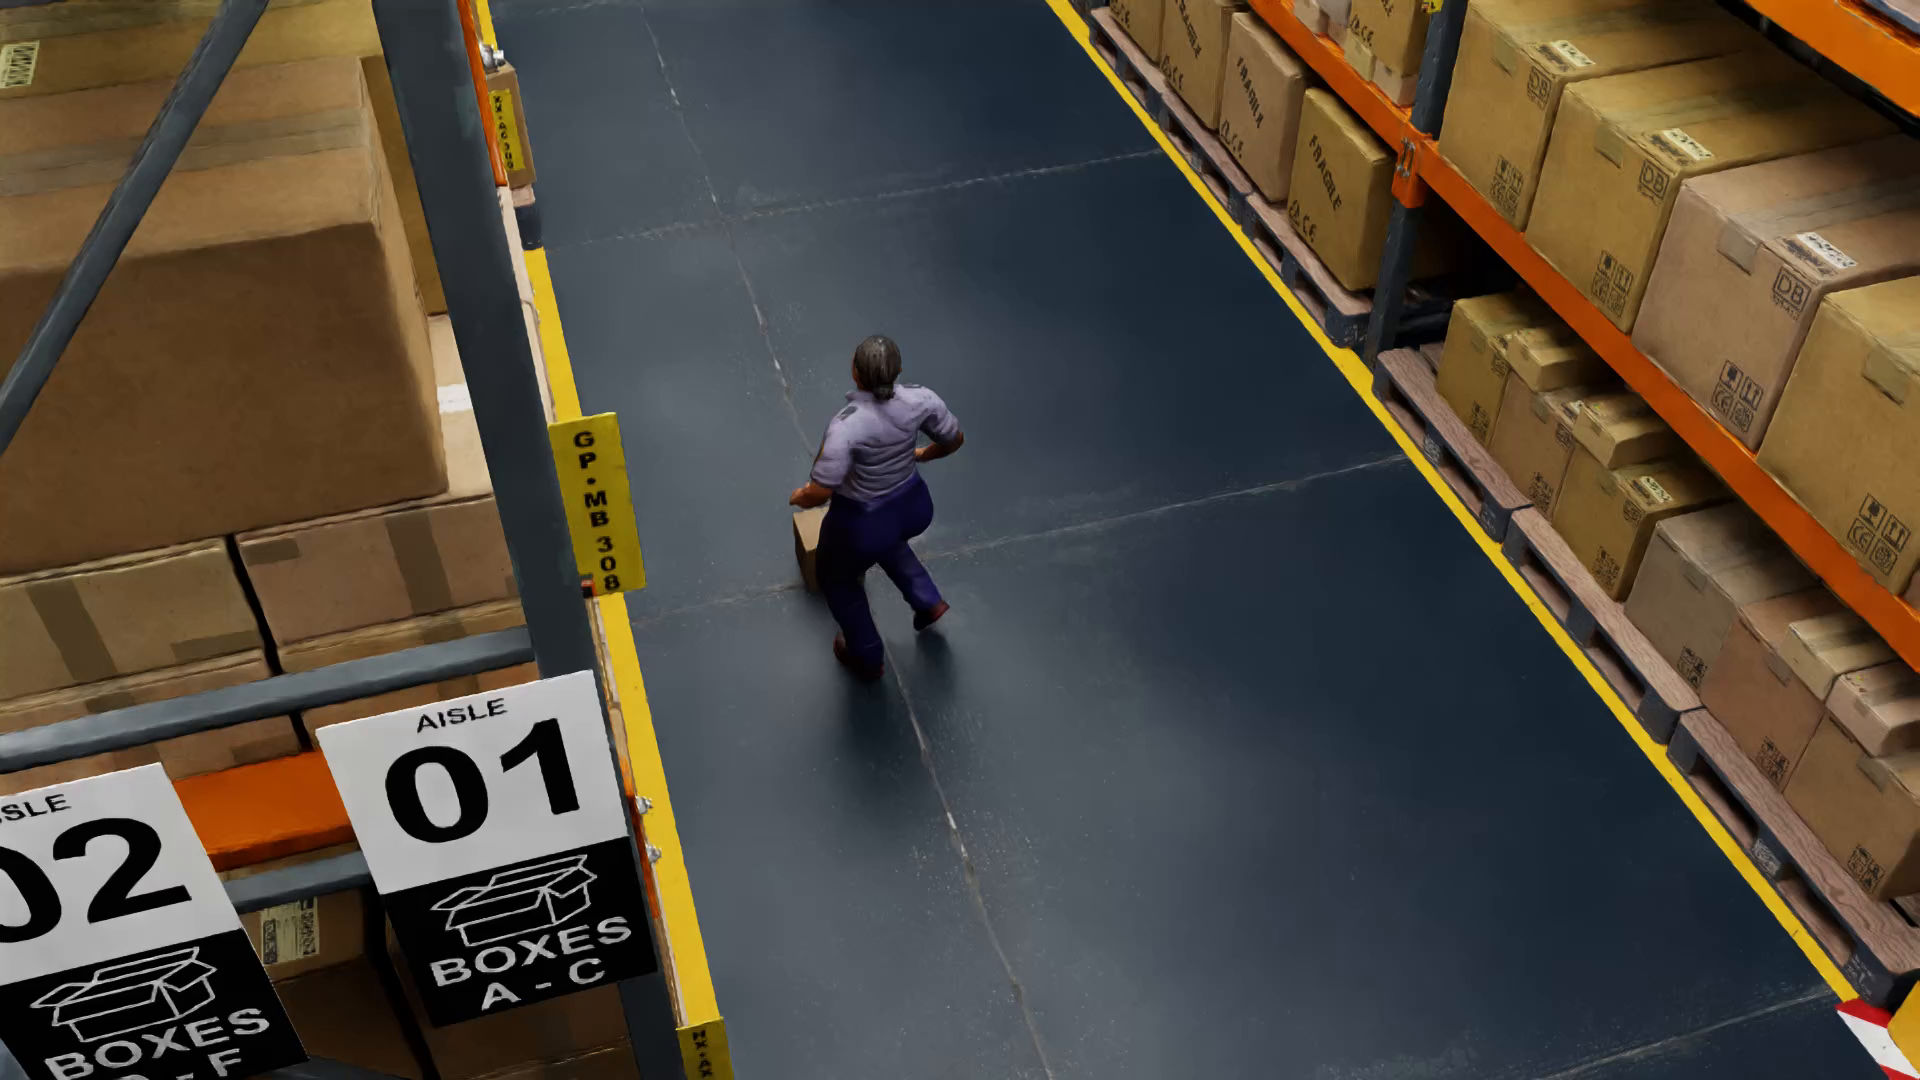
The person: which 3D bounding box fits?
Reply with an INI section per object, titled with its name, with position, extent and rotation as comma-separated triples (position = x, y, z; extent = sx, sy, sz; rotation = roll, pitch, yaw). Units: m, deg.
[person]
position = -0.362, -0.126, 6.337
extent = 0.663, 1.602, 0.485
rotation = -33, 52, -31
